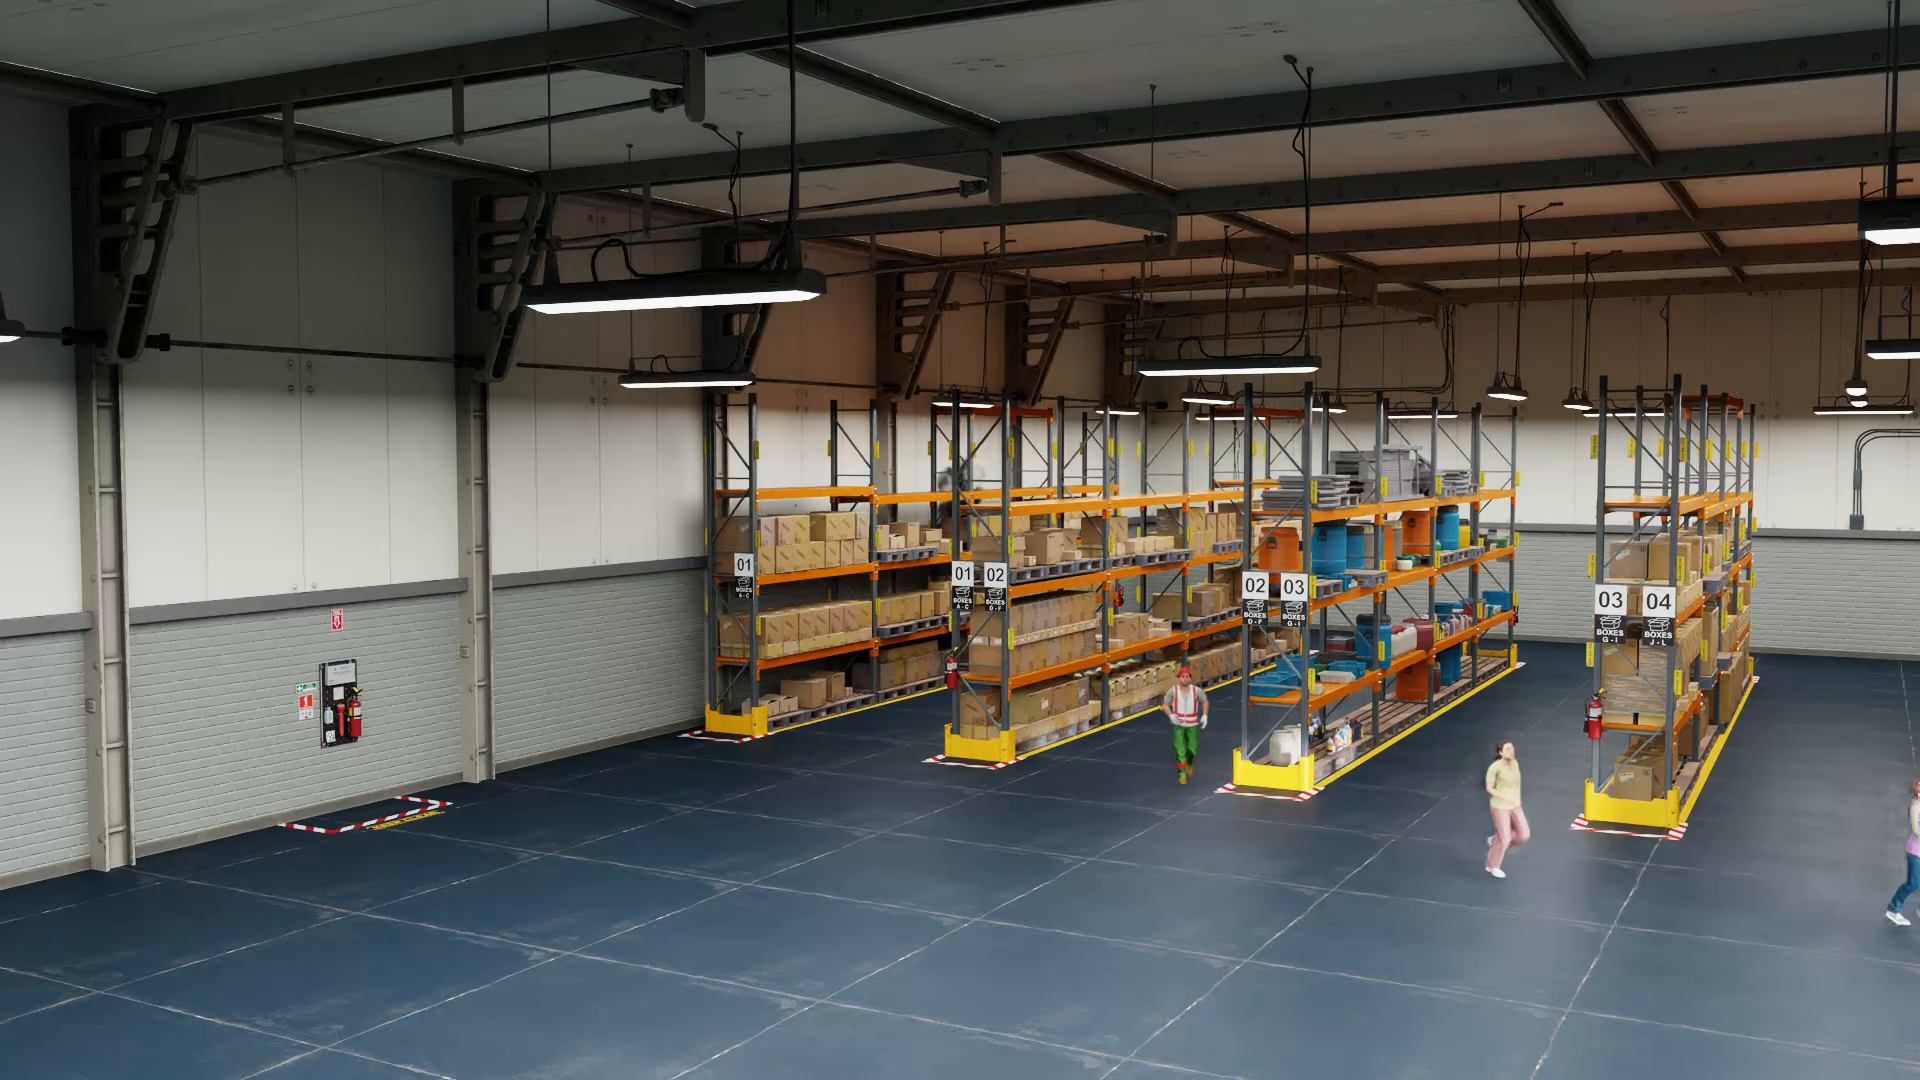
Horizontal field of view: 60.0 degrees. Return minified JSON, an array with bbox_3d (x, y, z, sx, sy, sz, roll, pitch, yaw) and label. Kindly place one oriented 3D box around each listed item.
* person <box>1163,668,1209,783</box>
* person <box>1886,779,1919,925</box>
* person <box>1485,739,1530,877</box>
[{"bbox_3d":[3.390,2.784,24.945,0.697,1.746,0.616,0,3,3],"label":"person"},{"bbox_3d":[9.975,3.275,17.199,0.520,1.644,0.699,-2,3,-27],"label":"person"},{"bbox_3d":[6.415,3.143,19.501,0.602,1.631,0.598,-1,3,-24],"label":"person"}]
